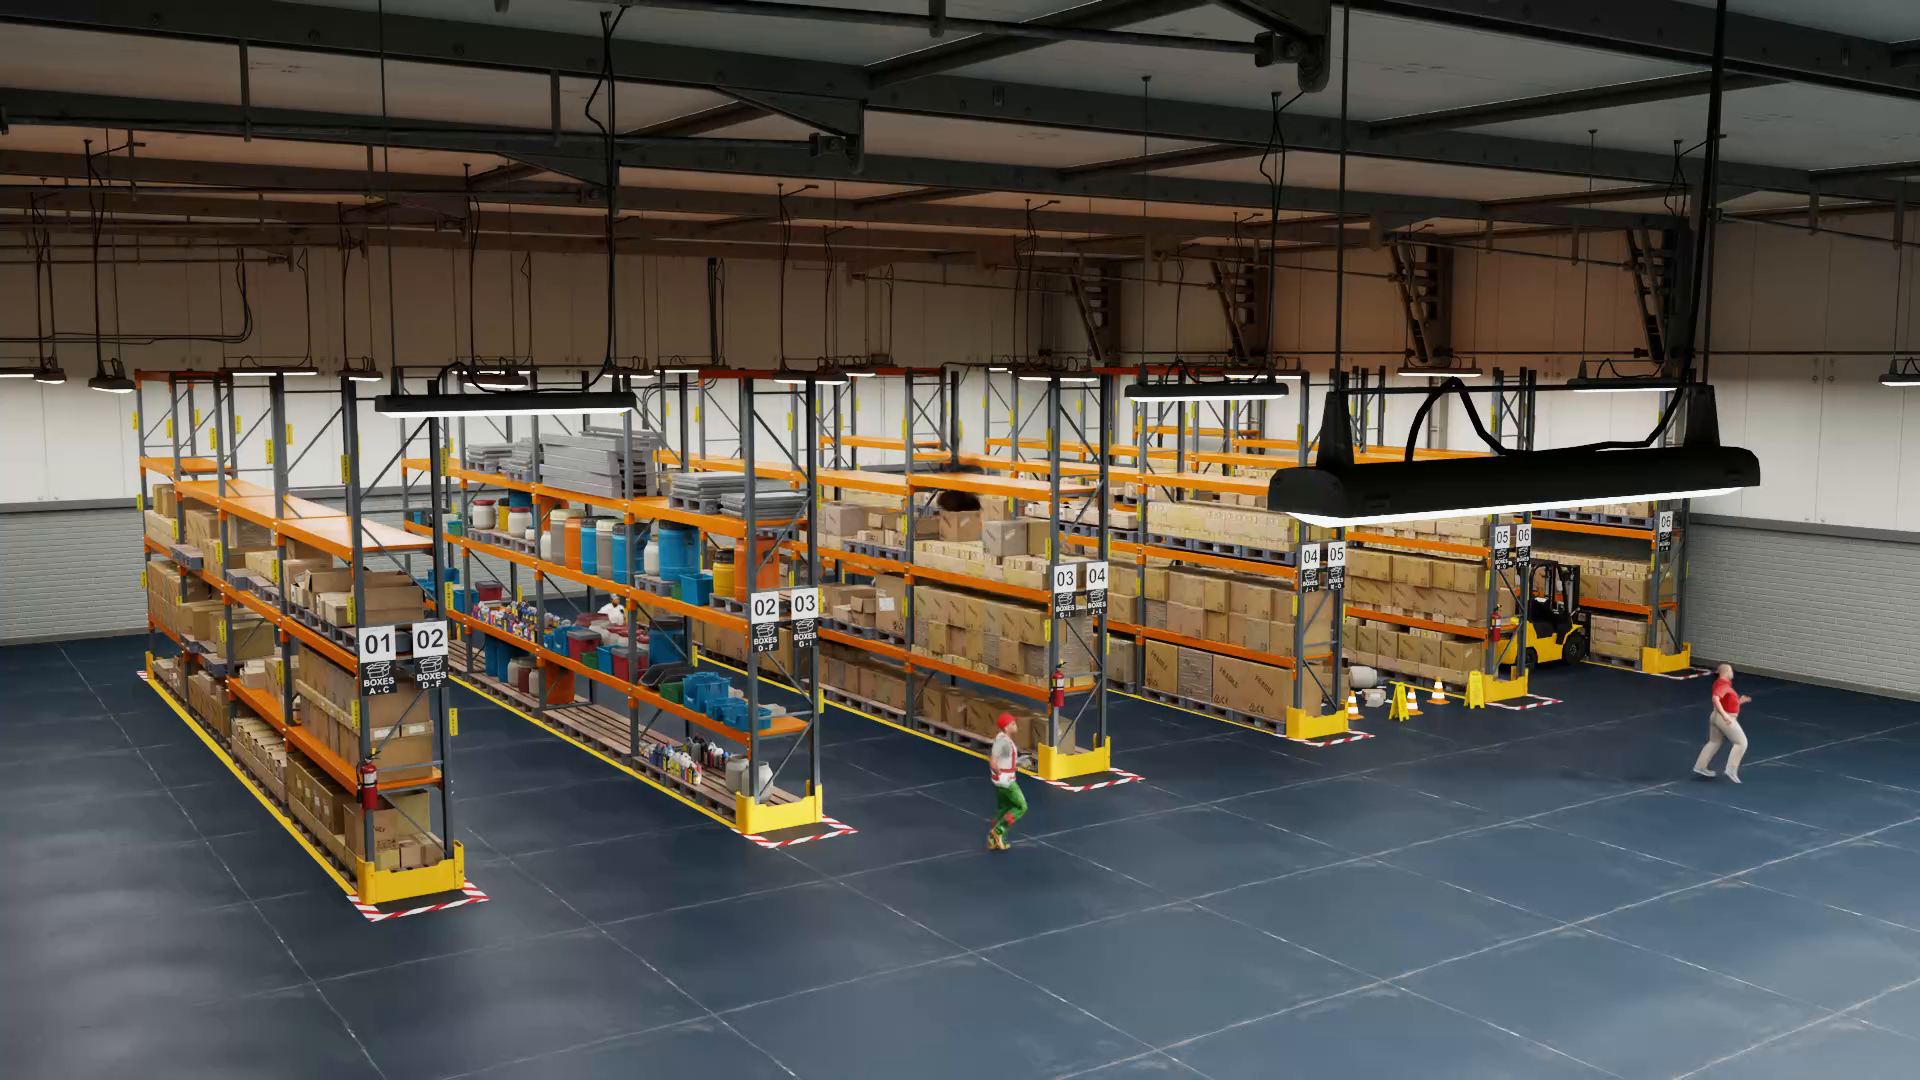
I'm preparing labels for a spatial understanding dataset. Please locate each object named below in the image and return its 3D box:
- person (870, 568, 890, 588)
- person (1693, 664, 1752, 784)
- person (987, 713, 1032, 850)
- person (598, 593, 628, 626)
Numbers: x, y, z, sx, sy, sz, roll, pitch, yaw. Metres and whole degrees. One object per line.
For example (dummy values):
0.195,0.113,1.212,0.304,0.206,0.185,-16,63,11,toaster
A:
-1.566,1.416,35.653,0.628,1.818,0.908,-4,7,-29,person
11.289,2.721,24.556,0.754,1.798,0.631,0,6,2,person
0.638,3.065,21.189,0.601,1.748,0.632,-1,6,-5,person
-6.763,1.842,32.574,0.576,1.624,0.704,-6,9,-44,person
